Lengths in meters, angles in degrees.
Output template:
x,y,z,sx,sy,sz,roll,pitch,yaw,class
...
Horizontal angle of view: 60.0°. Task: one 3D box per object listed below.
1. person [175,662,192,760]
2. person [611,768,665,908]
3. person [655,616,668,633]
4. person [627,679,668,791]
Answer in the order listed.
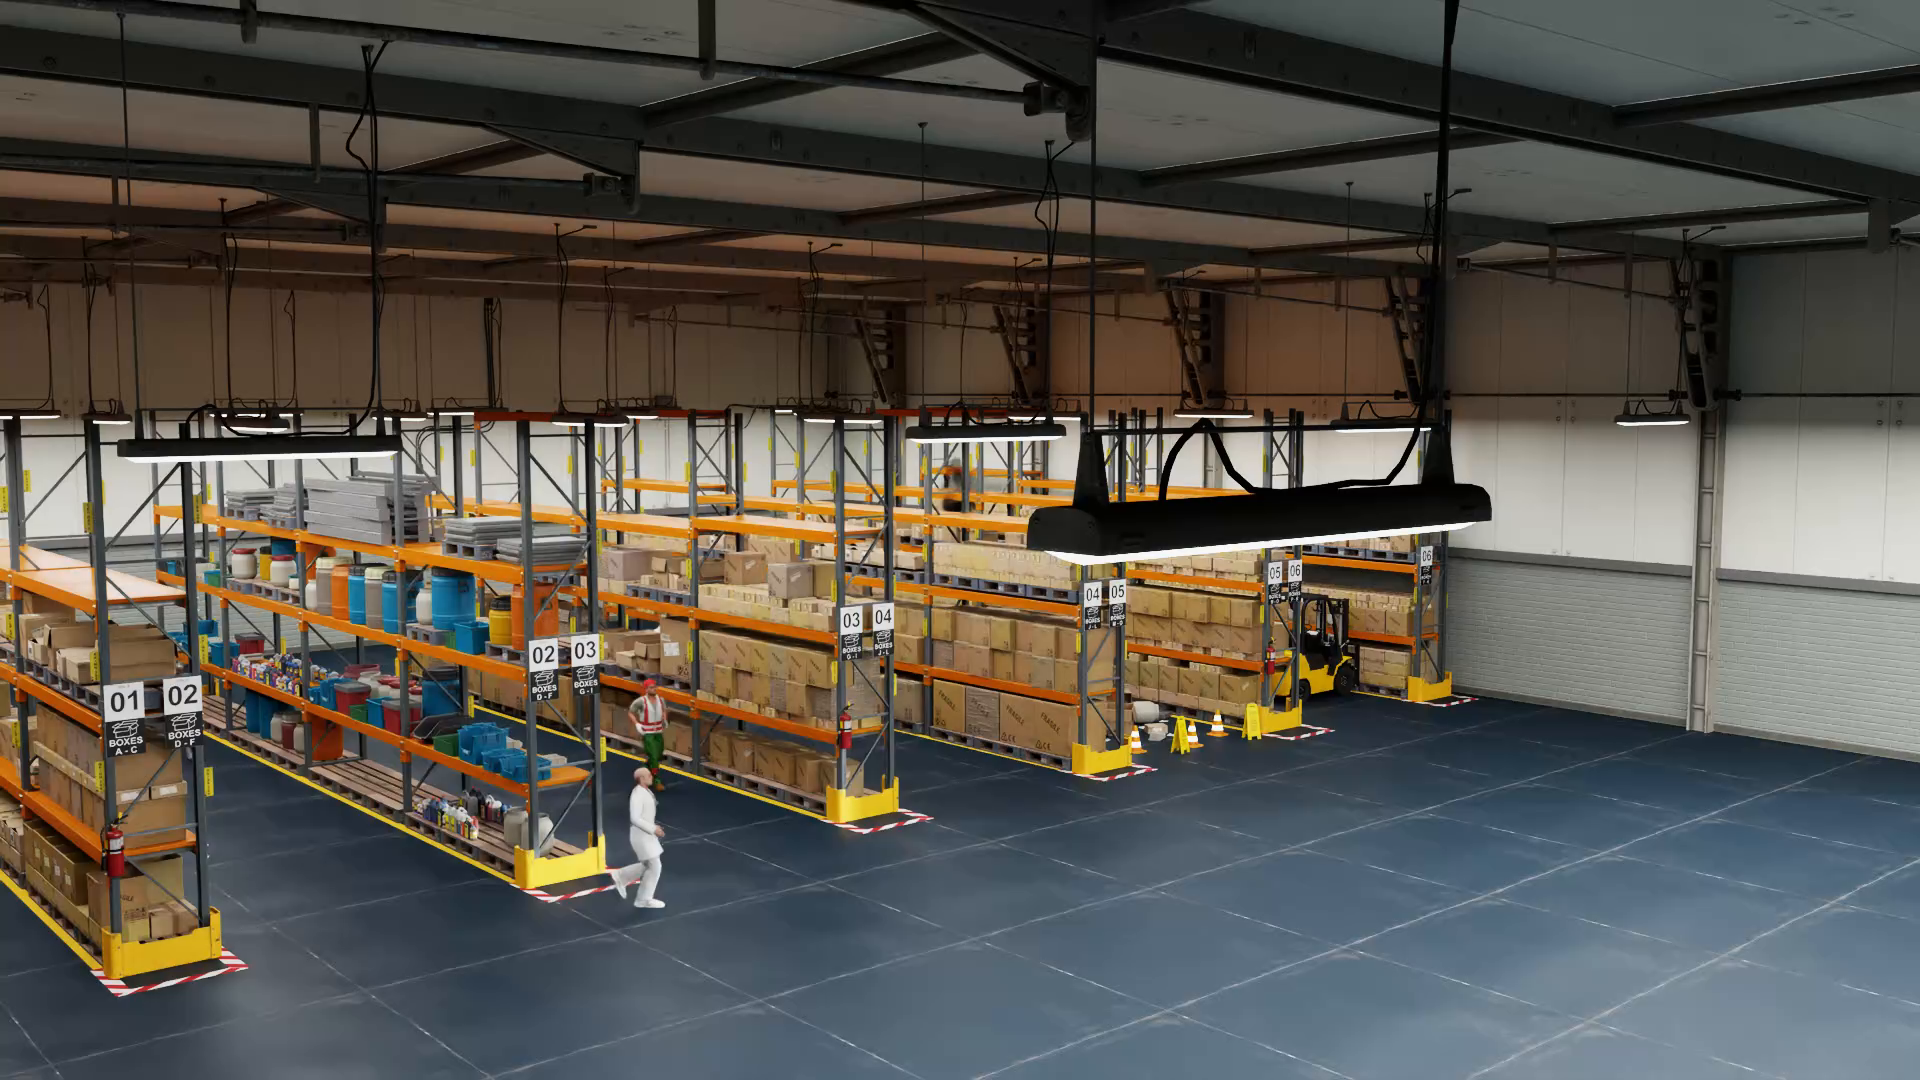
x,y,z,sx,sy,sz,roll,pitch,yaw,class
-13.549,2.935,28.900,0.581,1.676,0.929,-5,7,-44,person
-3.983,3.677,20.564,0.686,1.743,0.757,-1,5,-7,person
-6.275,2.432,35.216,0.607,1.663,0.764,-4,7,-40,person
-4.976,3.098,26.698,0.666,1.770,0.827,-4,7,-41,person
